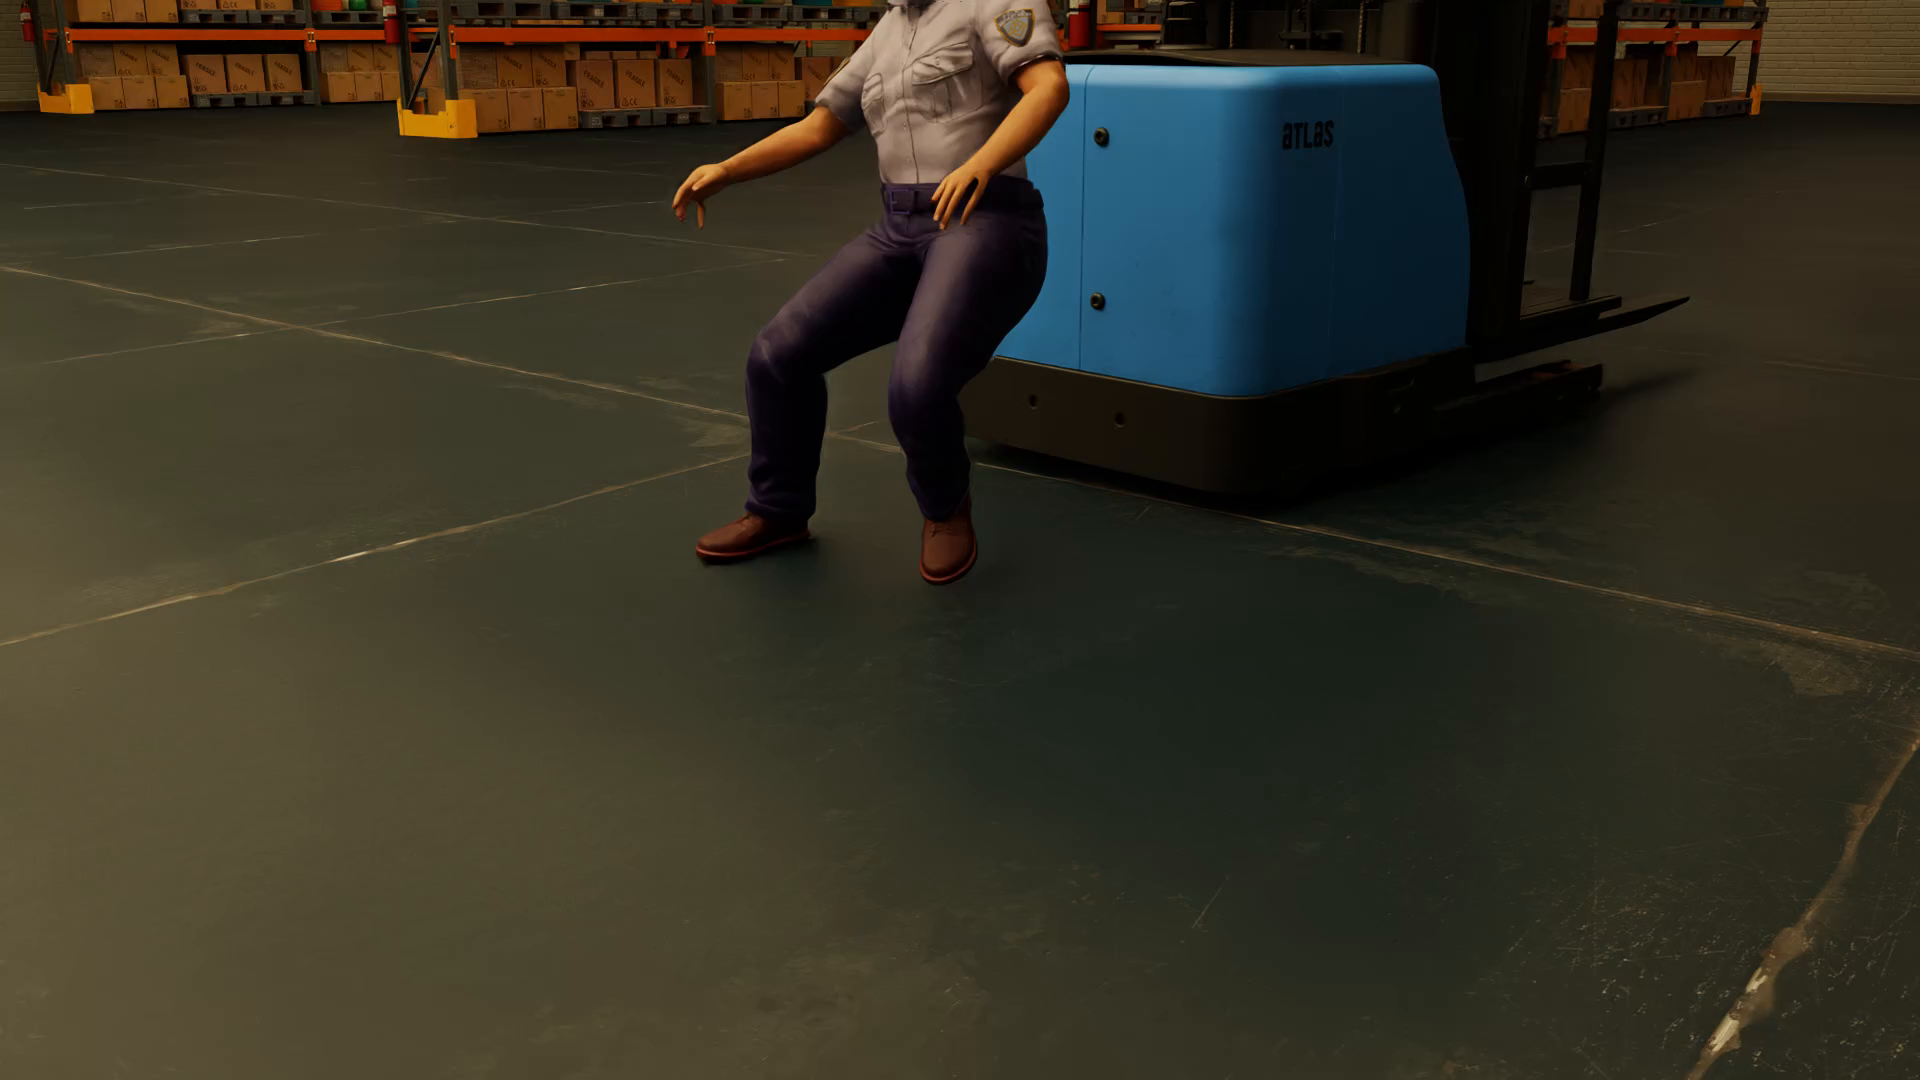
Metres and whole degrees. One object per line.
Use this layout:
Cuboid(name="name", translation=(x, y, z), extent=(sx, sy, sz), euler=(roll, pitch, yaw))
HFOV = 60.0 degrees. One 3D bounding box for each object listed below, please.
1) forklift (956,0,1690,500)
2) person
Cuboid(name="forklift", translation=(1.381, -1.849, 4.985), extent=(3.031, 2.935, 1.130), euler=(-16, 23, -42))
Cuboid(name="person", translation=(-0.182, -0.631, 3.452), extent=(0.671, 1.488, 0.826), euler=(-14, 22, -39))
